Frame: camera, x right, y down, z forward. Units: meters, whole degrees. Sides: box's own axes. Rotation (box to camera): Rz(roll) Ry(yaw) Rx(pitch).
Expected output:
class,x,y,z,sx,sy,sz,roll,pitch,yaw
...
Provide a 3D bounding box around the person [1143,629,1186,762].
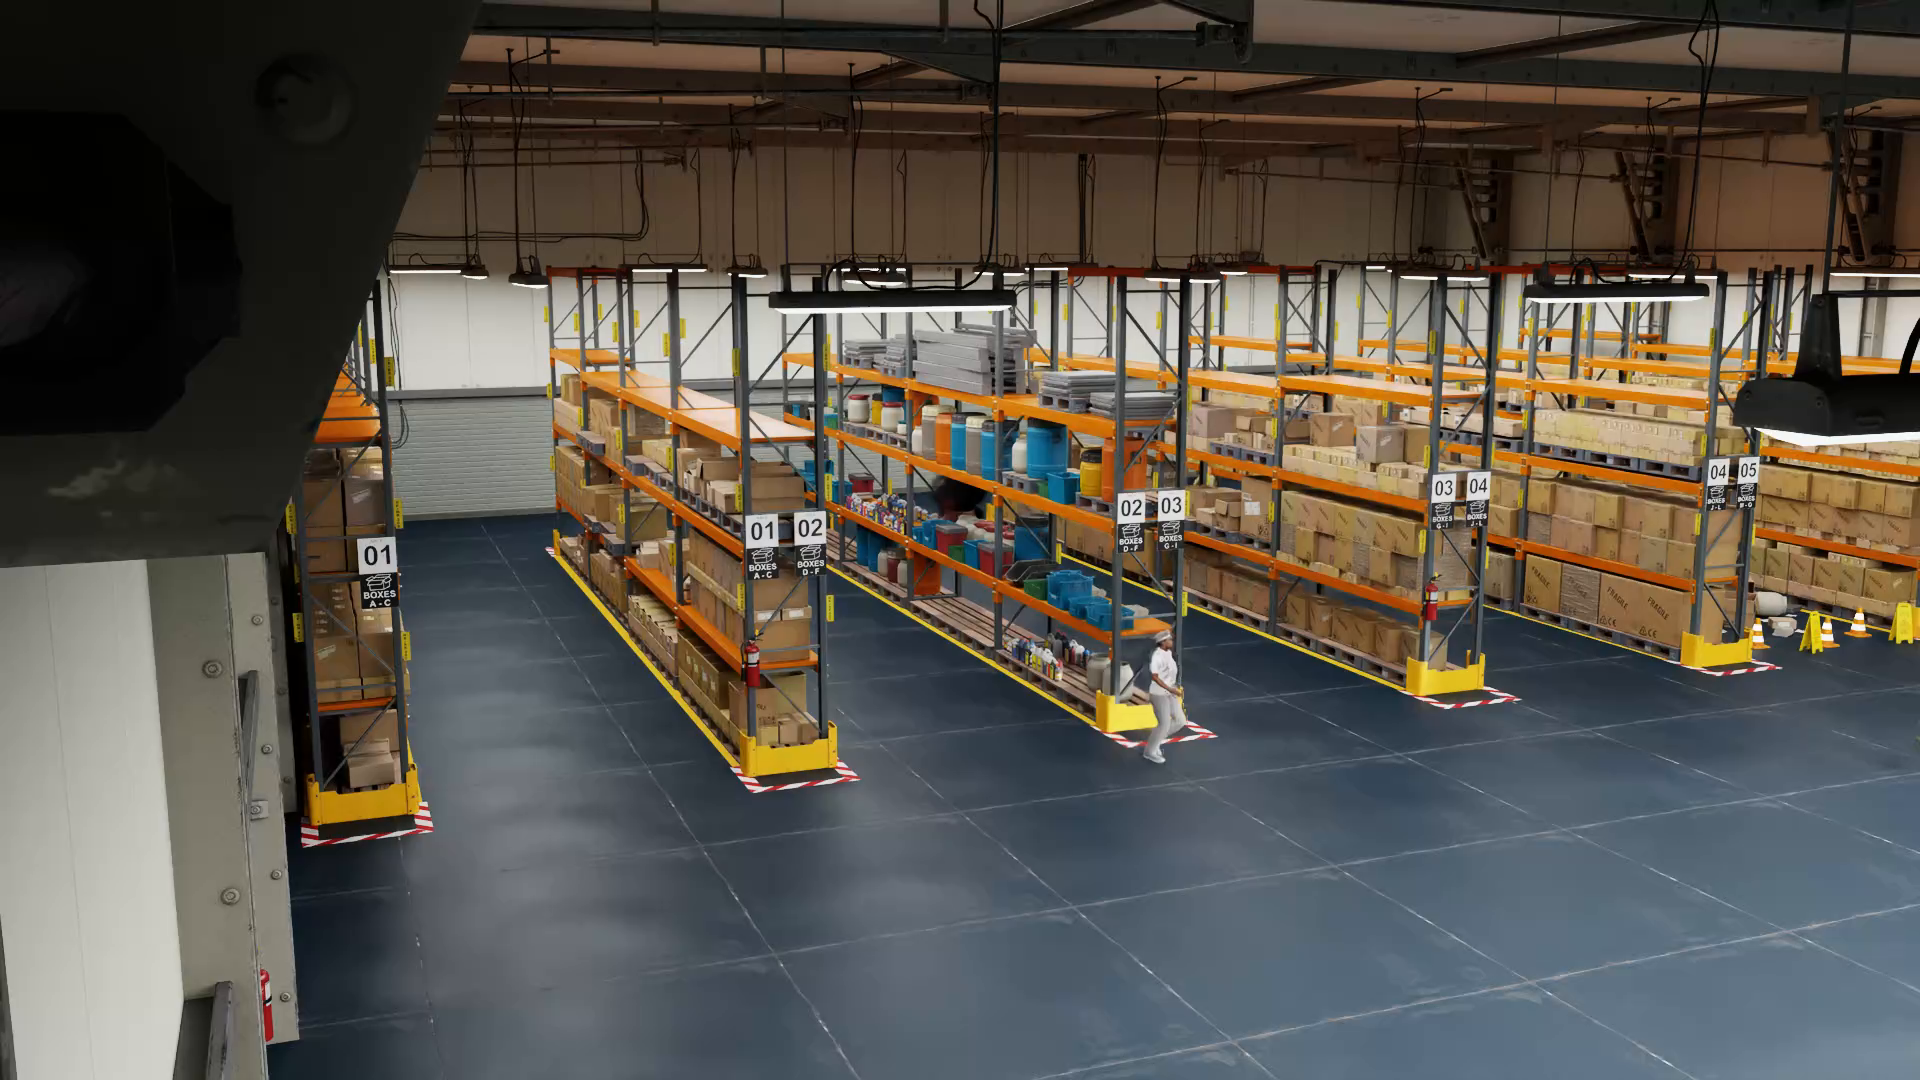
class,x,y,z,sx,sy,sz,roll,pitch,yaw
person,2.593,1.934,20.845,0.498,1.651,0.651,4,11,24

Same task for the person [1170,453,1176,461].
class,x,y,z,sx,sy,sz,roll,pitch,yaw
person,5.375,-1.612,41.646,0.837,1.446,0.602,1,10,5

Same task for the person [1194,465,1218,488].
class,x,y,z,sx,sy,sz,roll,pitch,yaw
person,5.486,-0.867,36.928,0.569,1.637,0.562,-4,11,-21
